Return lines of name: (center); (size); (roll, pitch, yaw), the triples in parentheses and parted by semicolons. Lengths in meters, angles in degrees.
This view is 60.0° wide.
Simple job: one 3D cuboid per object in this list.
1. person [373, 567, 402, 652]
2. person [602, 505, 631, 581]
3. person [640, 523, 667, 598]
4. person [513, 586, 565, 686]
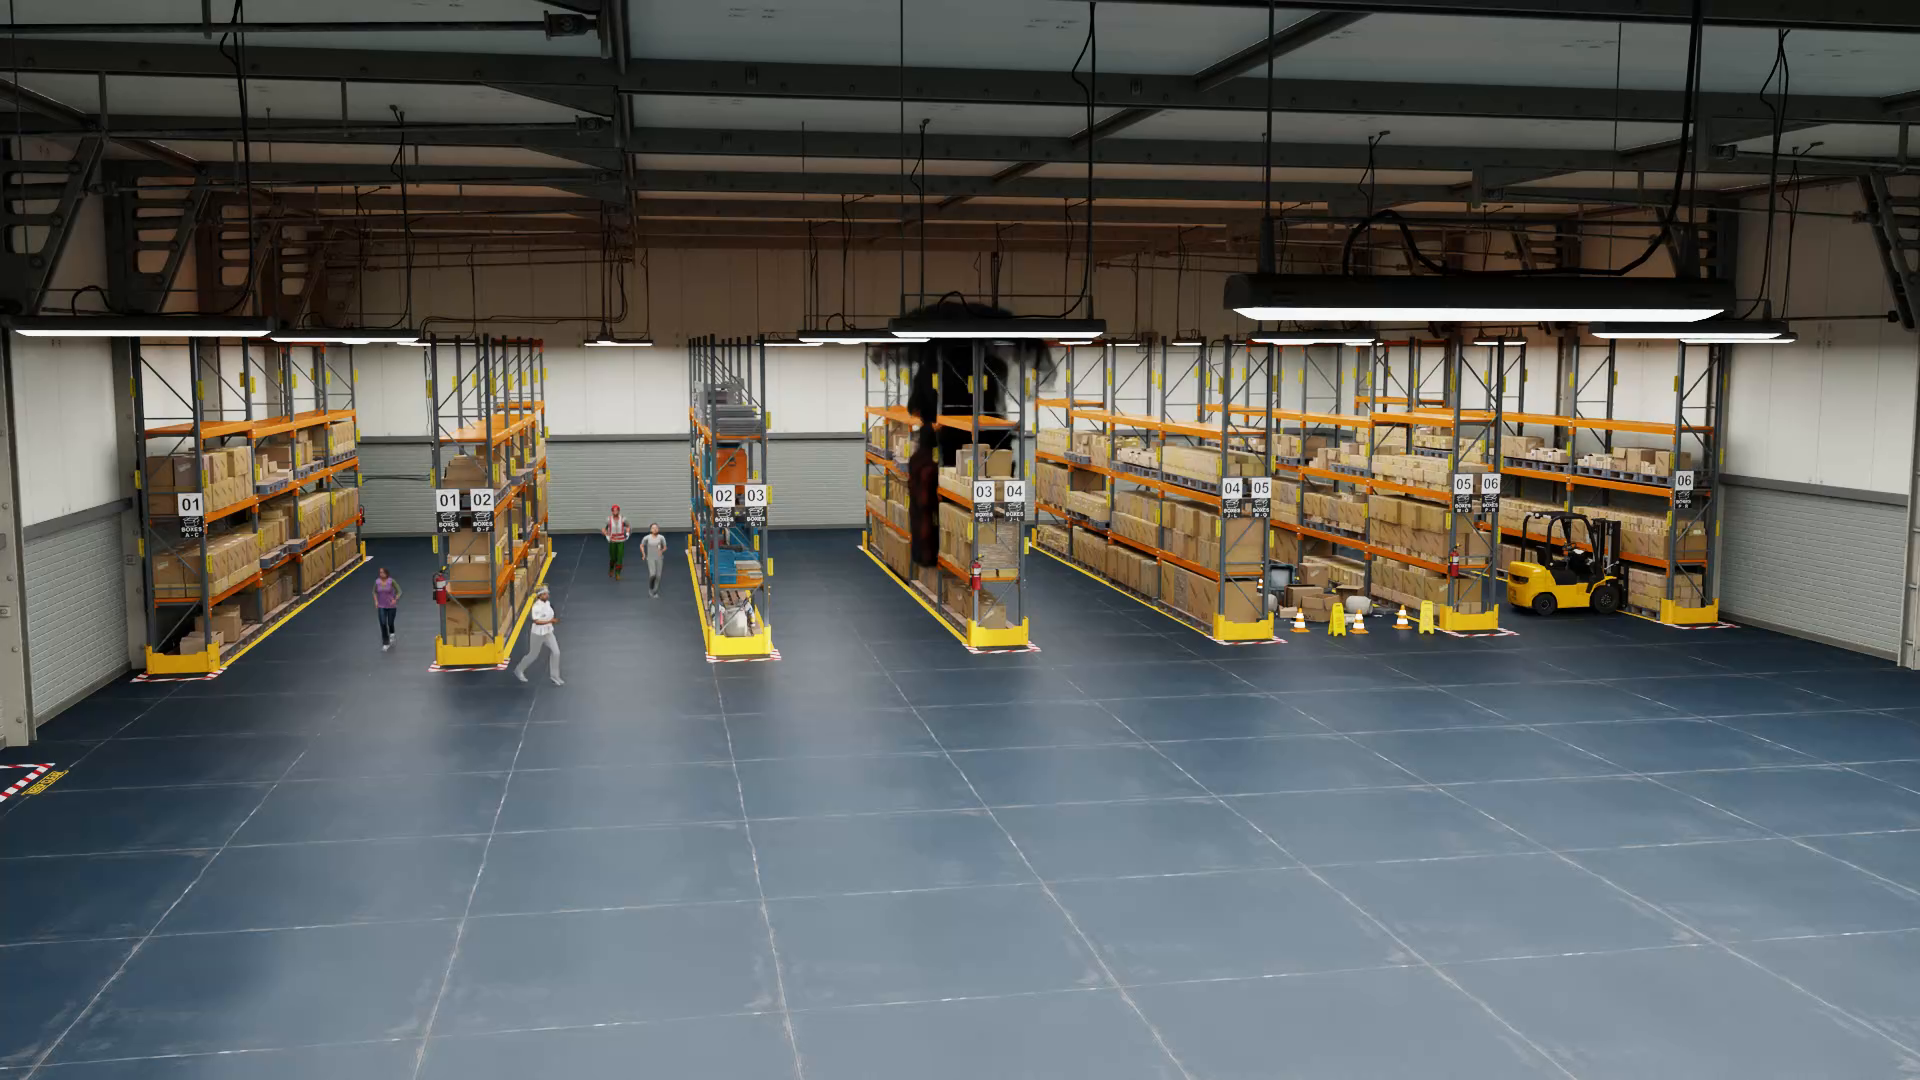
person: (-10.948, 1.304, 31.839); (0.553, 1.617, 0.689); (-1, 7, -6)
person: (-8.136, 0.047, 39.440); (0.661, 1.777, 0.704); (-2, 7, -16)
person: (-6.676, 0.455, 36.356); (0.558, 1.653, 0.564); (-2, 7, -19)
person: (-7.200, 1.629, 28.480); (0.896, 1.743, 0.587); (3, 7, 22)
